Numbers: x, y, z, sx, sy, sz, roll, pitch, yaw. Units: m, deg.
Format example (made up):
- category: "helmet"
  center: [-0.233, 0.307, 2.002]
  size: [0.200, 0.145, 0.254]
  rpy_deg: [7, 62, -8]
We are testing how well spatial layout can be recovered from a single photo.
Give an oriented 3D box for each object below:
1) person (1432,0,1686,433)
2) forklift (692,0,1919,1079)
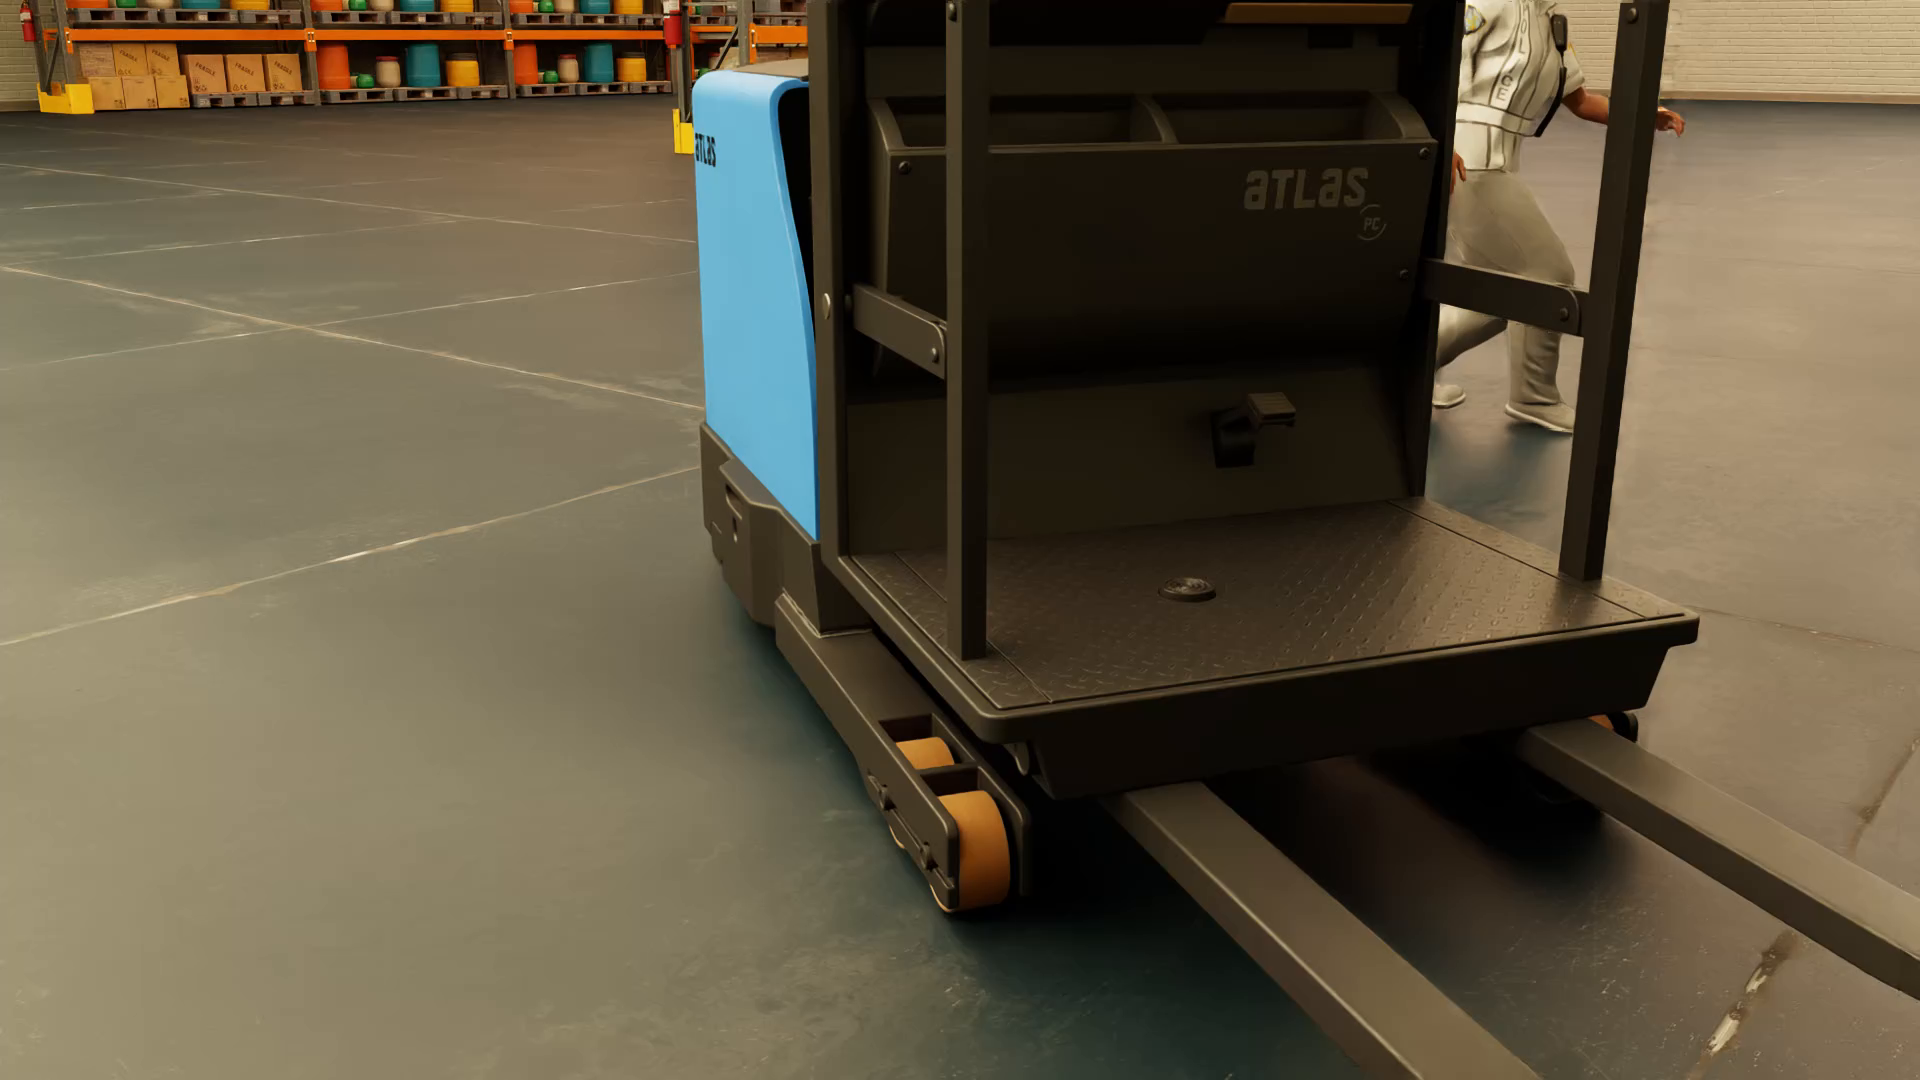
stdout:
- category: "person"
  center: [1.626, -1.055, 4.791]
  size: [0.805, 1.555, 0.785]
  rpy_deg: [9, 19, 27]
- category: "forklift"
  center: [0.385, -1.028, 2.282]
  size: [1.130, 2.935, 3.031]
  rpy_deg: [-6, 18, -19]
